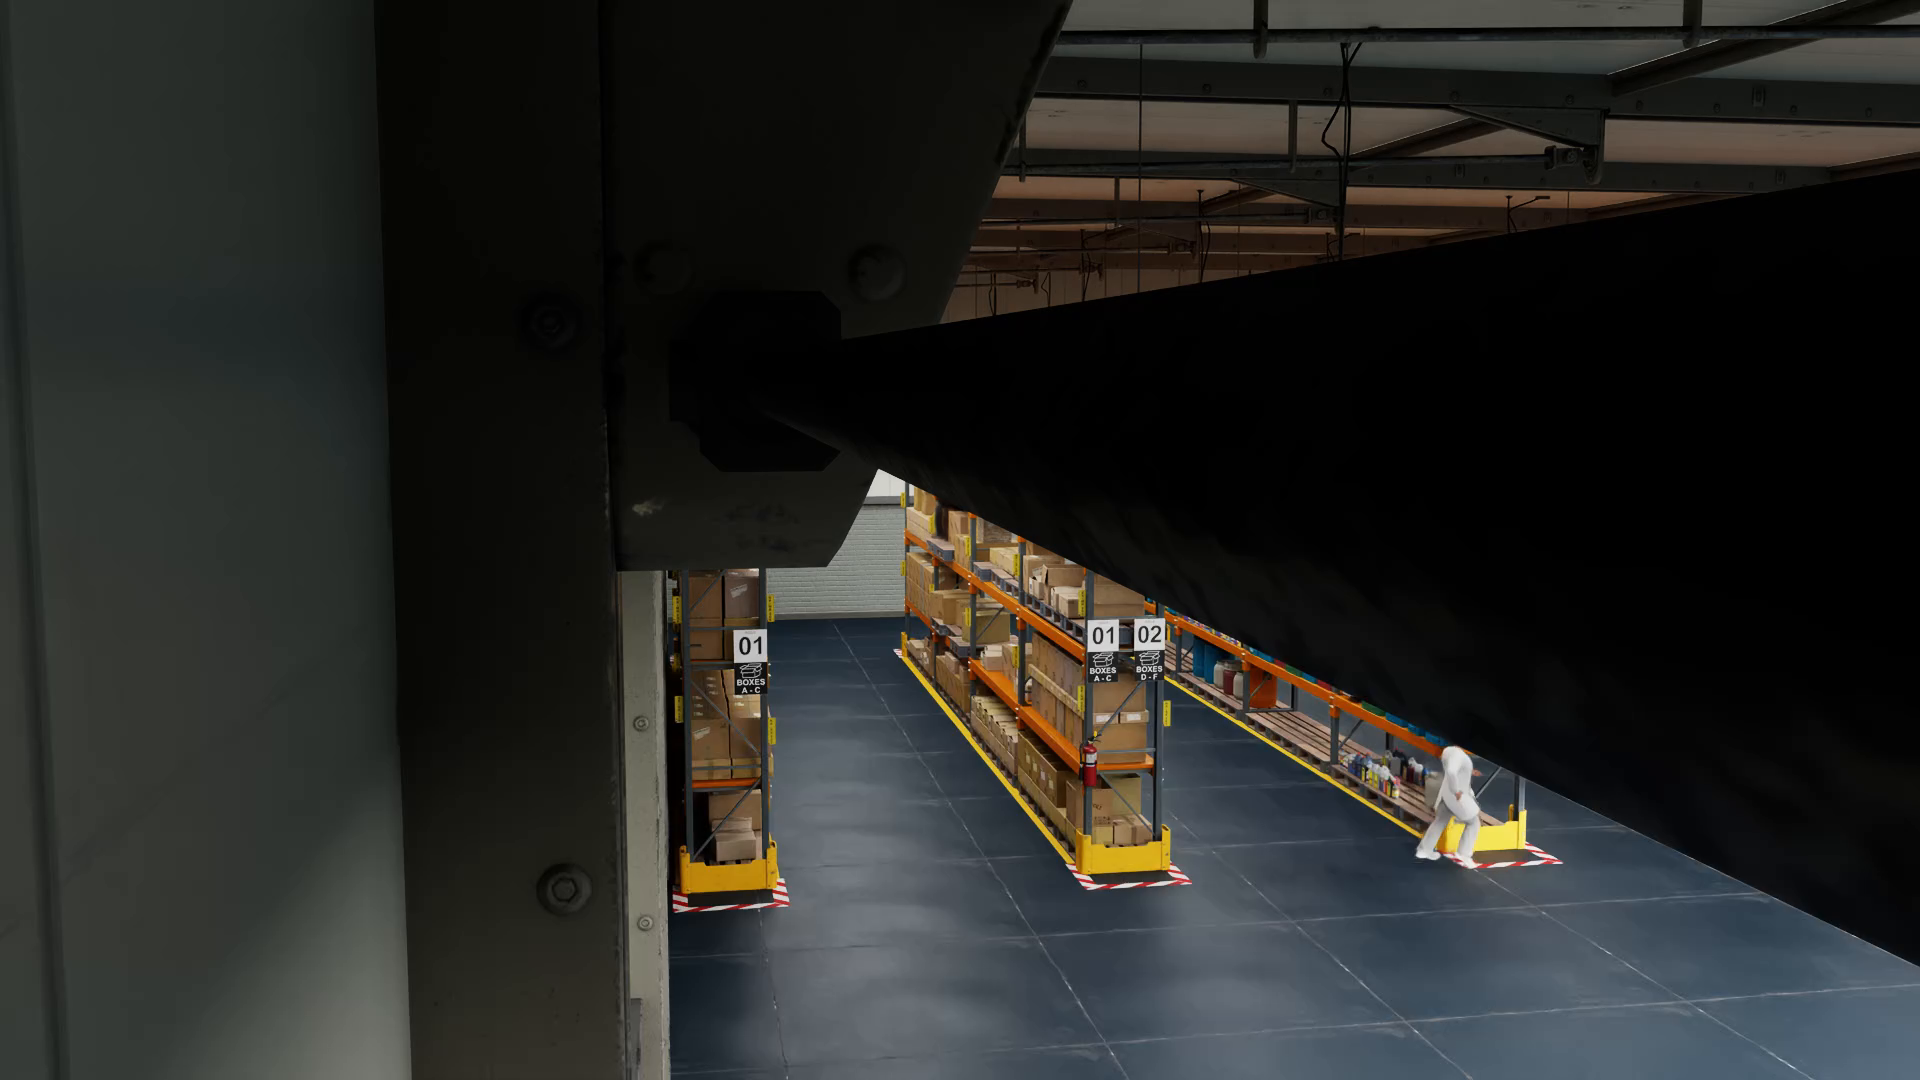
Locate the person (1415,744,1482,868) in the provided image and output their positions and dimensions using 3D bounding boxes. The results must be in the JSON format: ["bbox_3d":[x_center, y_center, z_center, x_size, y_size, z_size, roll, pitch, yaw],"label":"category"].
[{"bbox_3d":[6.200,3.292,20.893,0.789,1.831,0.793,-1,6,-5],"label":"person"}]
